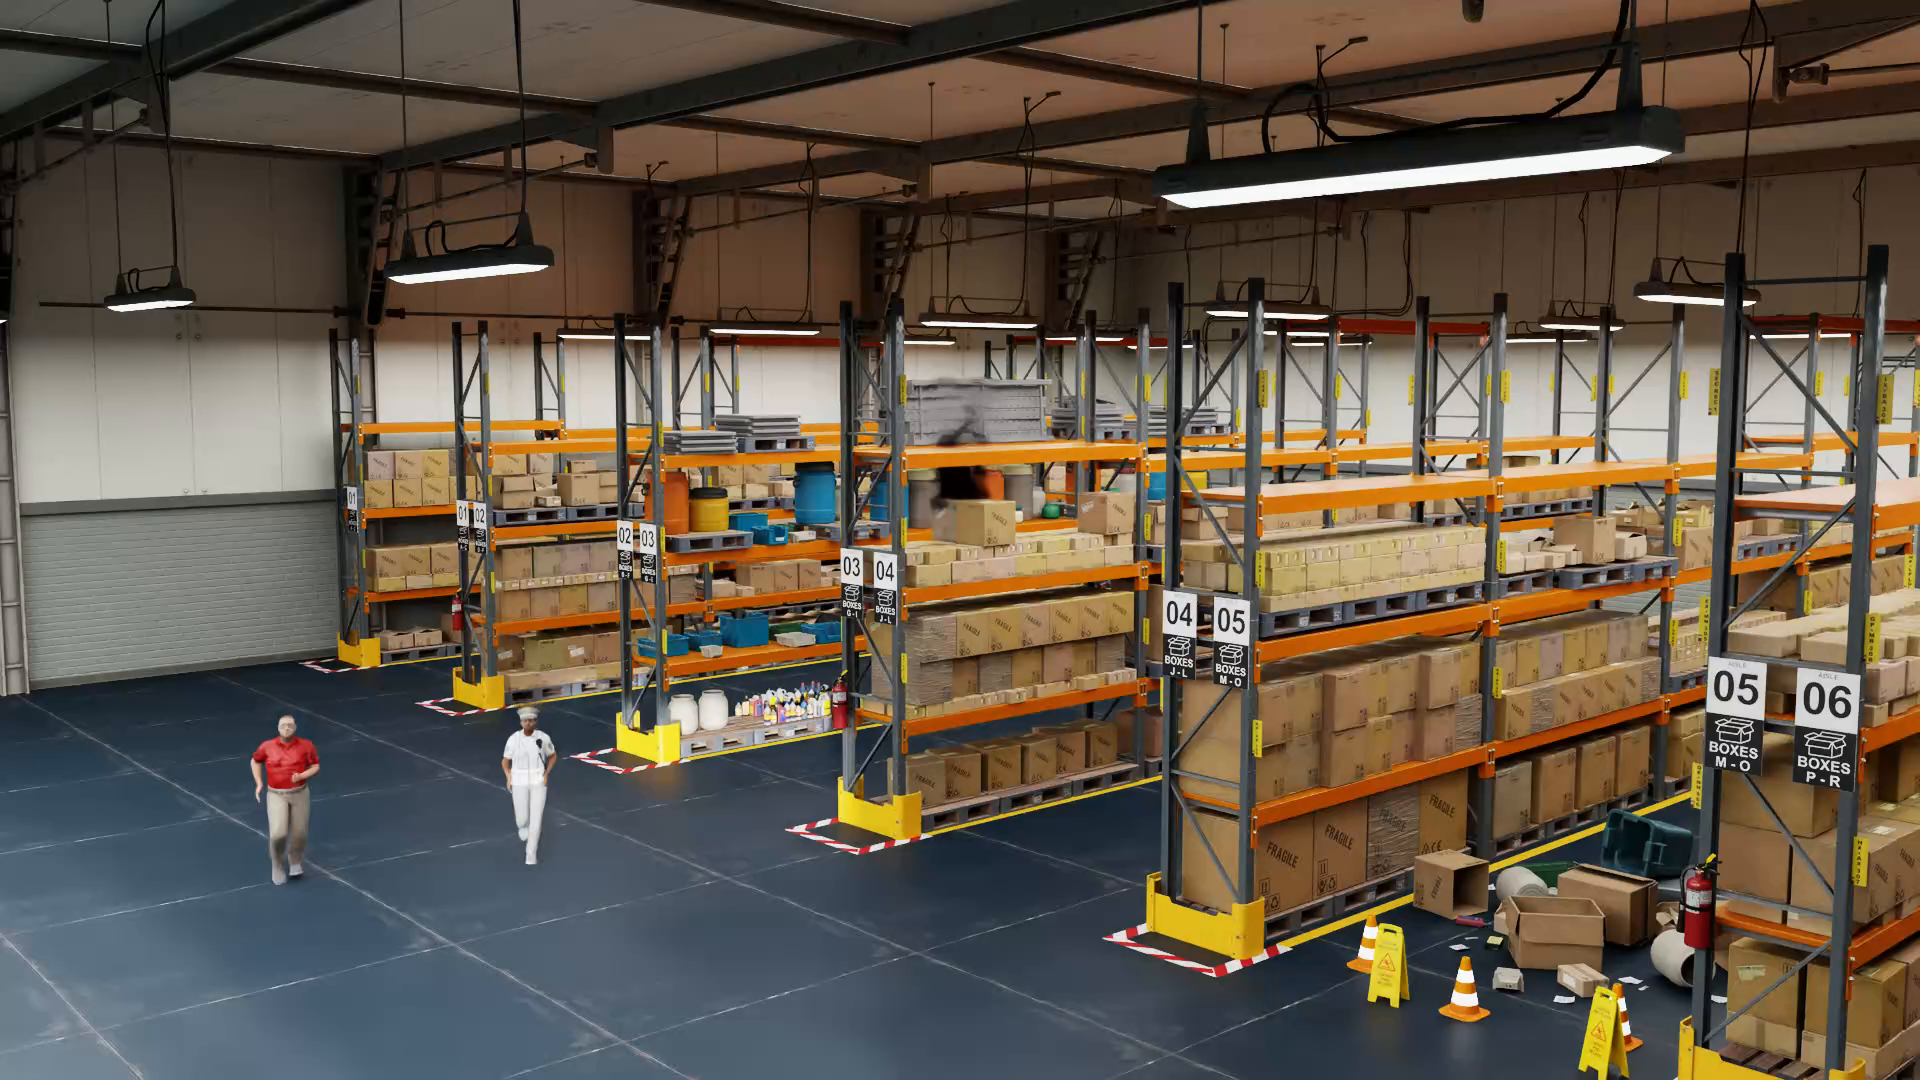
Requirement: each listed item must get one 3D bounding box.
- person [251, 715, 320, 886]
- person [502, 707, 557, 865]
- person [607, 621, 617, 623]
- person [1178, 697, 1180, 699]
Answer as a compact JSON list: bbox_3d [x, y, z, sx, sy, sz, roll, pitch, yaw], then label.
[{"bbox_3d":[-6.834,2.650,16.909,0.637,1.738,0.693,-3,6,-26],"label":"person"},{"bbox_3d":[-4.602,2.591,17.805,0.575,1.665,0.612,-1,6,-14],"label":"person"},{"bbox_3d":[-6.256,1.336,30.303,0.600,1.681,0.892,4,7,34],"label":"person"},{"bbox_3d":[3.355,1.891,25.092,0.503,1.617,0.682,4,7,37],"label":"person"}]
